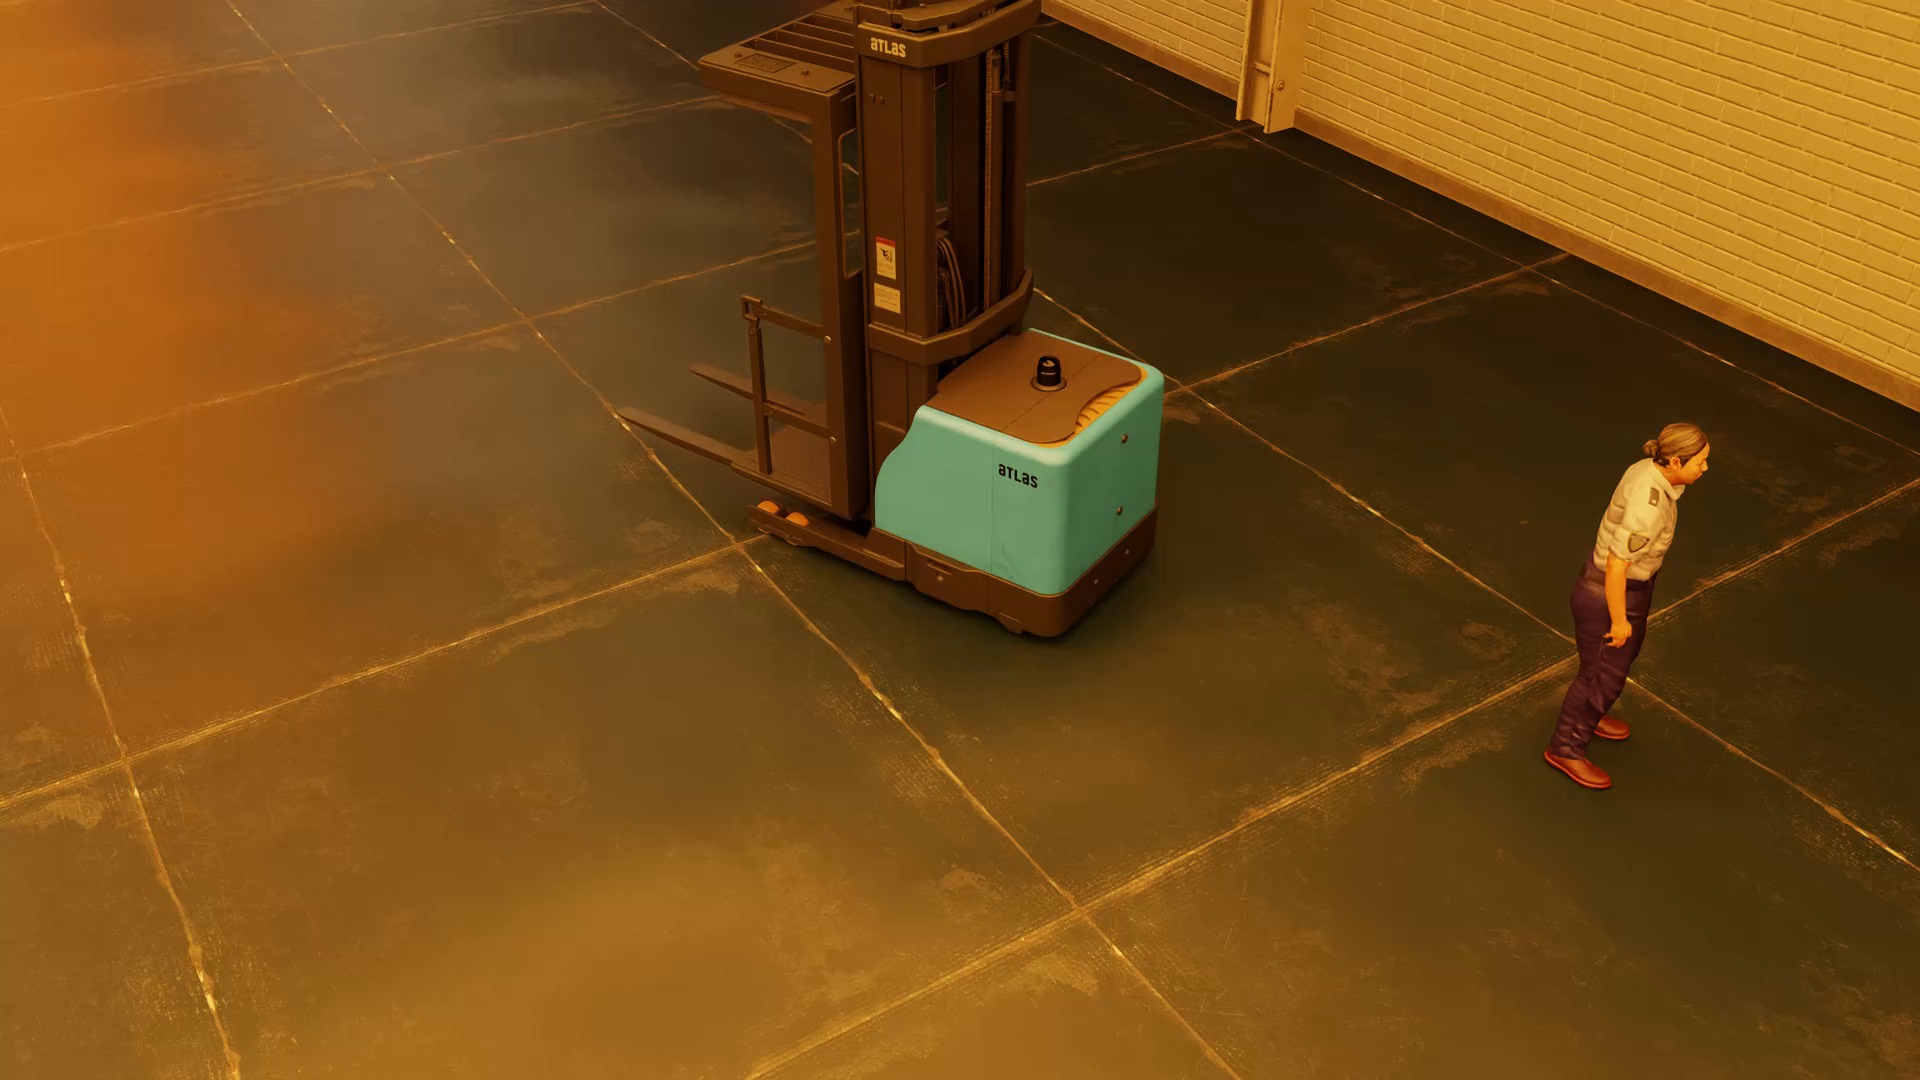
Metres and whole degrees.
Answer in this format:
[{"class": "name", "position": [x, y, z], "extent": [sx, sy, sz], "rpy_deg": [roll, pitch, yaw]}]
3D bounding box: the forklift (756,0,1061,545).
[{"class": "forklift", "position": [-0.497, -1.401, 8.141], "extent": [3.031, 2.935, 1.121], "rpy_deg": [22, 41, 28]}]

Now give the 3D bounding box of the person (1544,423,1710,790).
[{"class": "person", "position": [2.758, 0.232, 6.934], "extent": [0.375, 1.651, 0.559], "rpy_deg": [17, 38, 22]}]
